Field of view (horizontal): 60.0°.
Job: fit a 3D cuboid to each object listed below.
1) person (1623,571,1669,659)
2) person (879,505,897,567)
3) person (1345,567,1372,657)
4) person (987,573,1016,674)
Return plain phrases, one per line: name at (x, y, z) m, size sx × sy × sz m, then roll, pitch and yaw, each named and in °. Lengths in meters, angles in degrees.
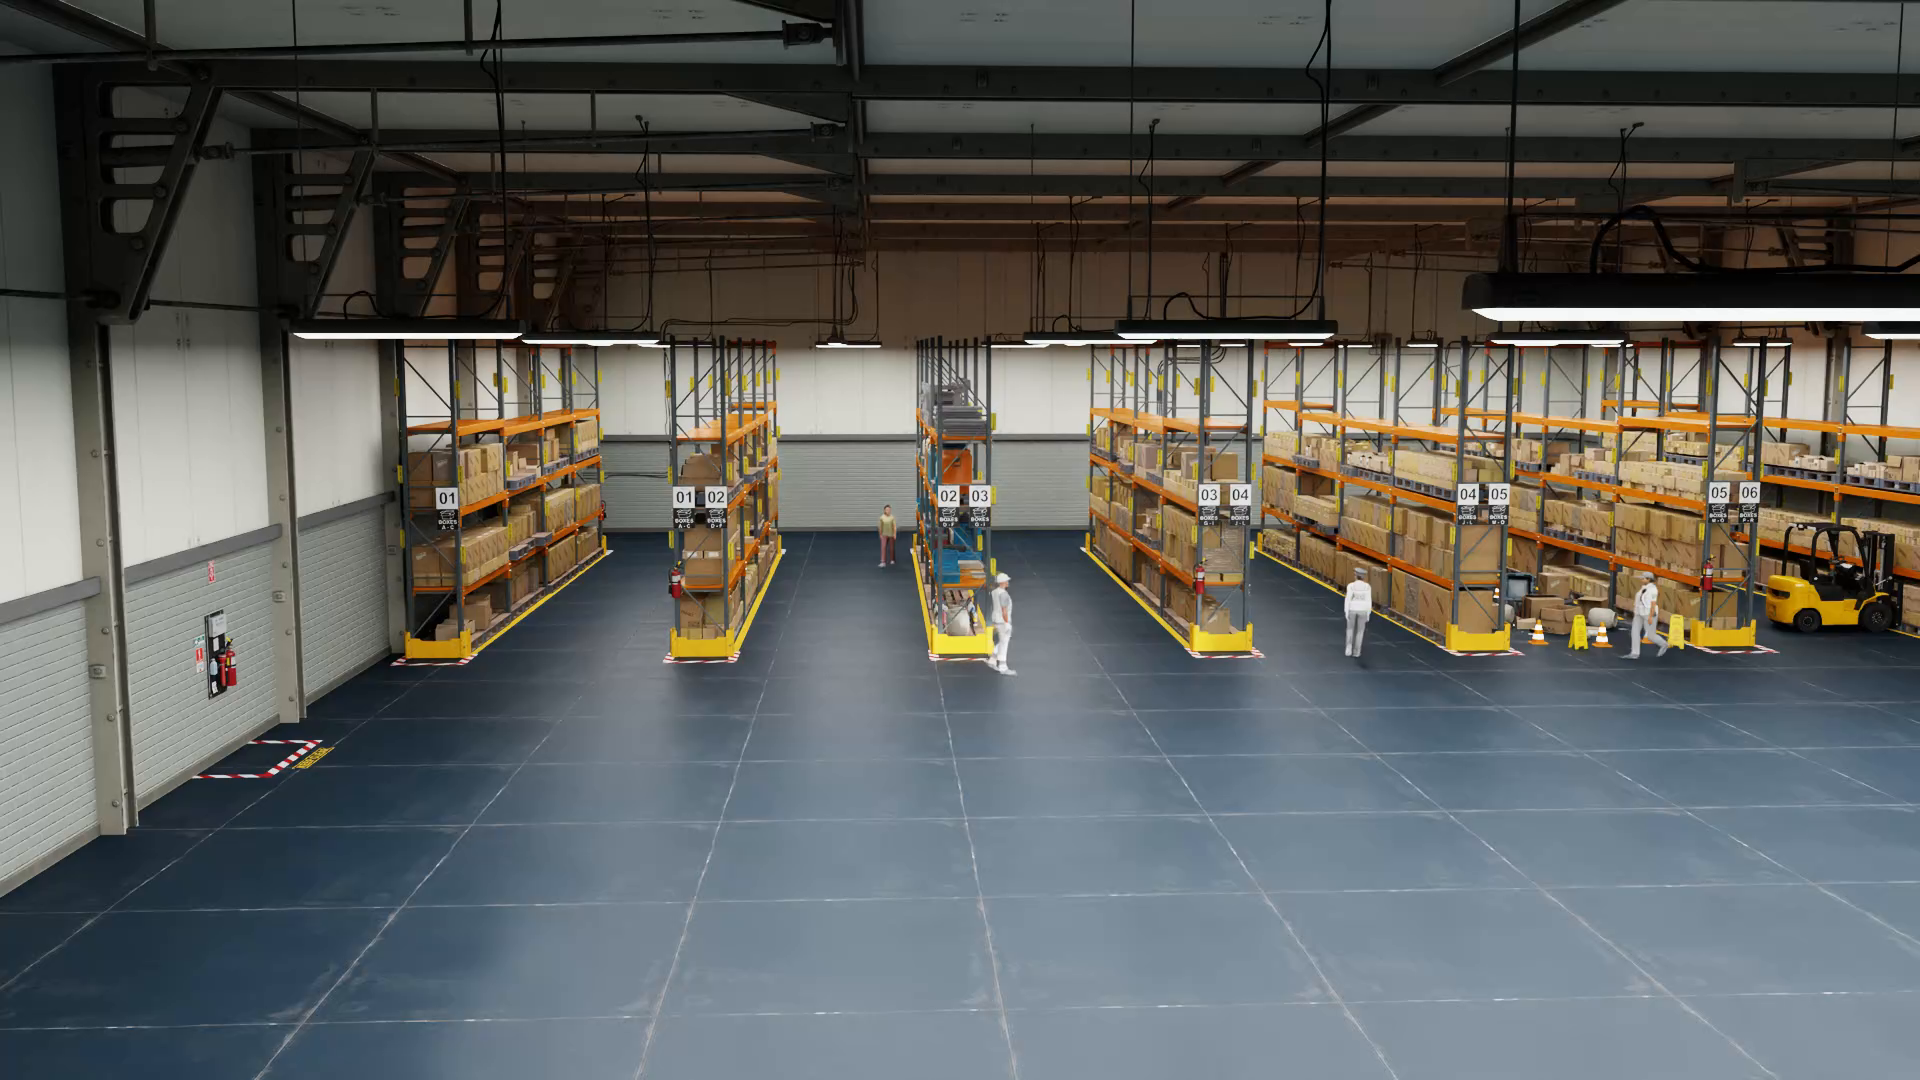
person at (12.789, 1.396, 30.914) m, size 0.802 × 1.640 × 0.487 m, roll -3°, pitch 7°, yaw -25°
person at (-1.932, -0.122, 44.158) m, size 0.505 × 1.615 × 1.019 m, roll 1°, pitch 7°, yaw 10°
person at (7.418, 1.362, 30.998) m, size 0.467 × 1.673 × 0.509 m, roll 3°, pitch 7°, yaw 25°
person at (0.750, 1.488, 29.570) m, size 0.424 × 1.802 × 0.647 m, roll -2°, pitch 7°, yaw -18°
